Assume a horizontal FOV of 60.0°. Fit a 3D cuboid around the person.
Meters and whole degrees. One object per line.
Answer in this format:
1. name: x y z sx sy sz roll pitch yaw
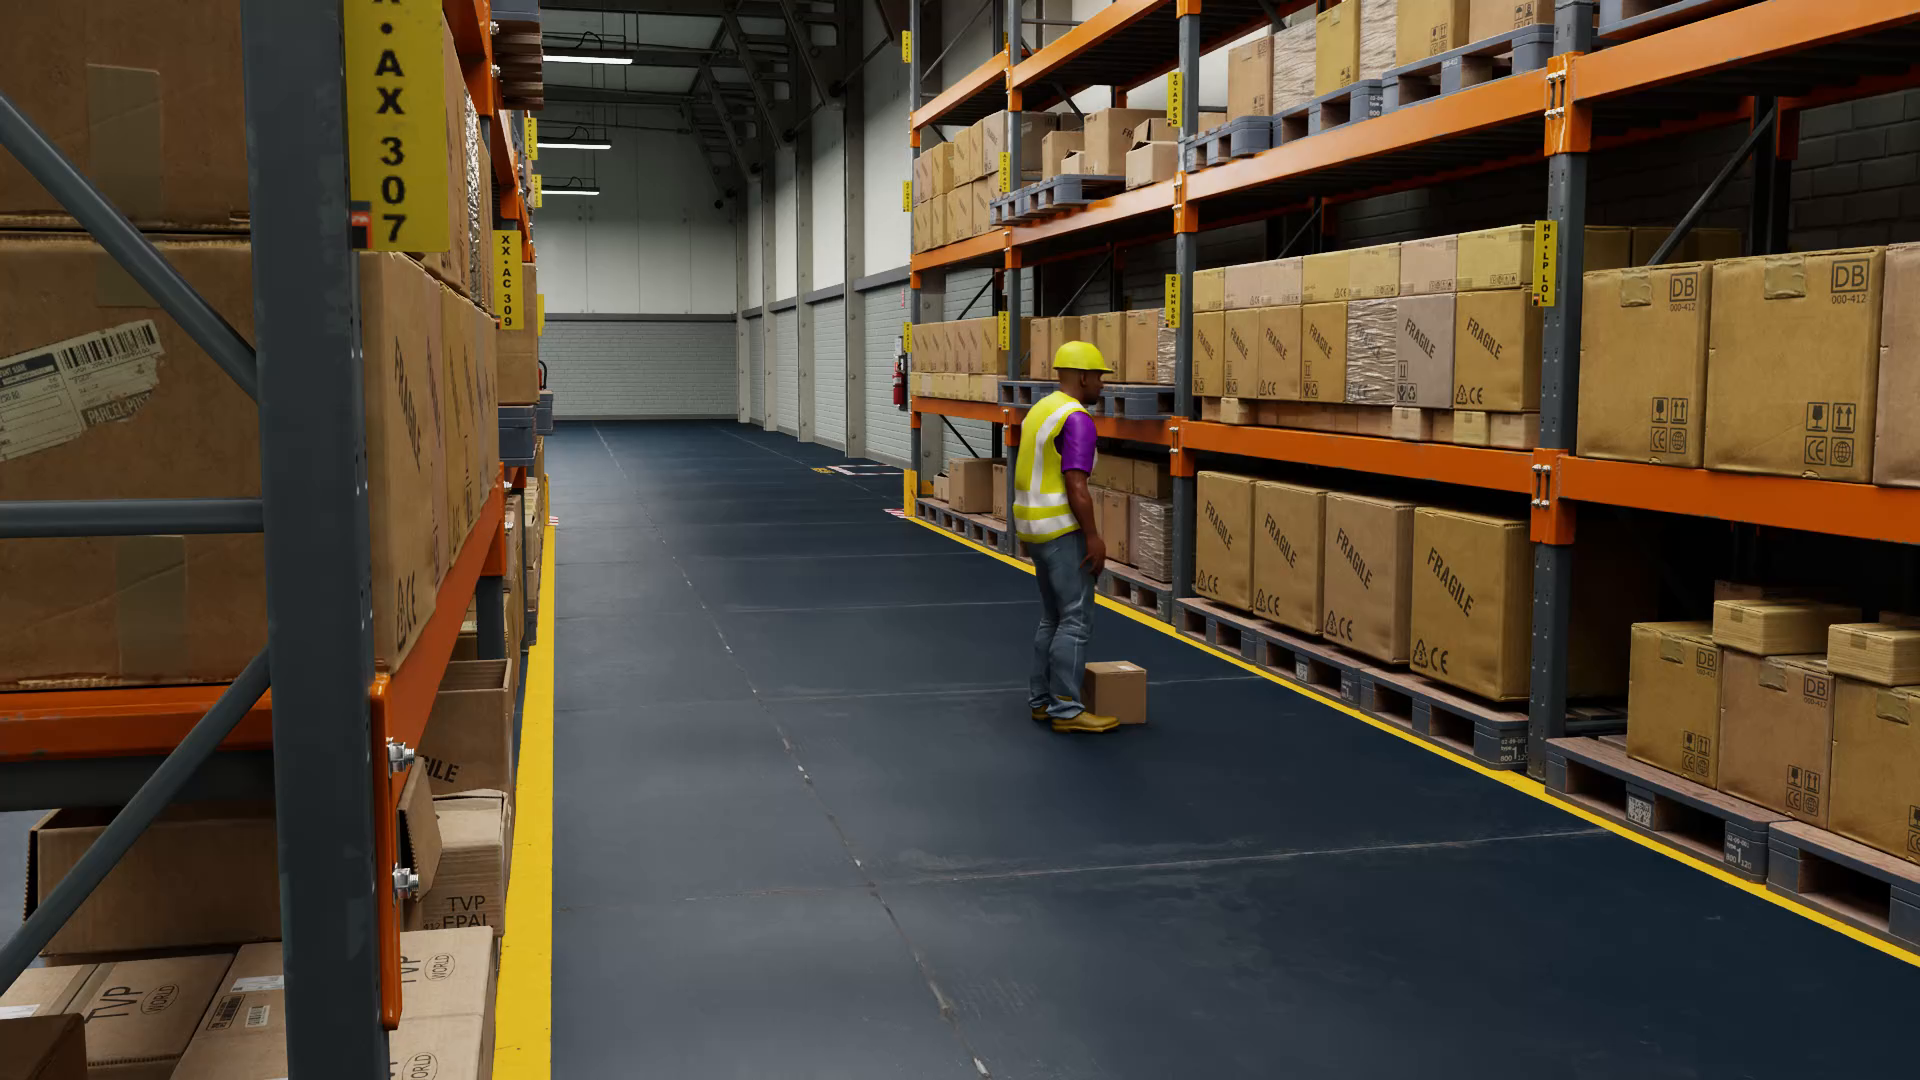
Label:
1. person: 0.492 -0.028 7.636 0.458 1.761 0.638 -2 6 -16
